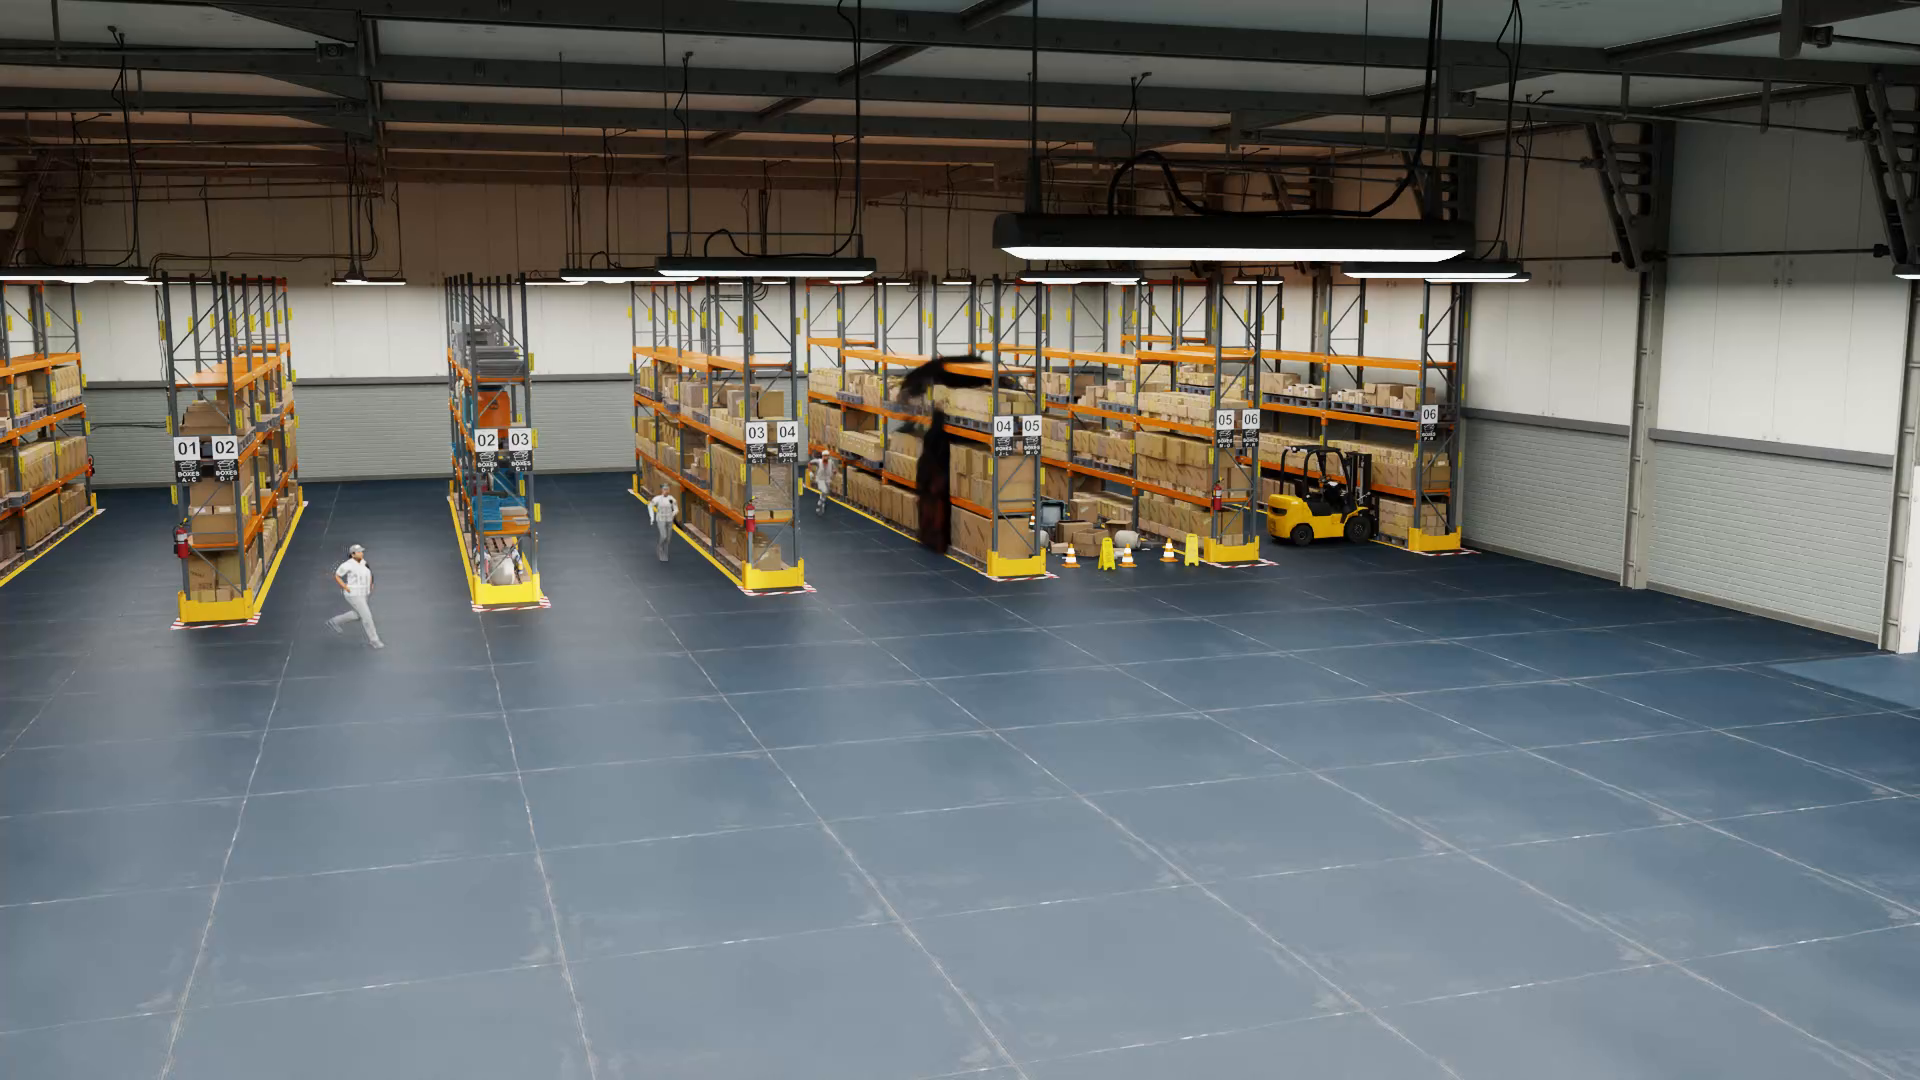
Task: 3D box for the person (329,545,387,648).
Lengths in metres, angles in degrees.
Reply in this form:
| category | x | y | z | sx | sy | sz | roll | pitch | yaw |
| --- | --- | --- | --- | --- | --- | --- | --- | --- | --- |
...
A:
| category | x | y | z | sx | sy | sz | roll | pitch | yaw |
| --- | --- | --- | --- | --- | --- | --- | --- | --- | --- |
| person | -9.722 | 0.908 | 26.799 | 1.020 | 1.684 | 0.557 | 2 | 9 | 10 |

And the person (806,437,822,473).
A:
| category | x | y | z | sx | sy | sz | roll | pitch | yaw |
| --- | --- | --- | --- | --- | --- | --- | --- | --- | --- |
| person | -4.197 | -2.612 | 49.414 | 0.878 | 1.827 | 0.705 | -5 | 10 | -30 |

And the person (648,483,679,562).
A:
| category | x | y | z | sx | sy | sz | roll | pitch | yaw |
| --- | --- | --- | --- | --- | --- | --- | --- | --- | --- |
| person | -6.203 | -0.373 | 34.976 | 0.578 | 1.678 | 0.747 | -4 | 10 | -27 |

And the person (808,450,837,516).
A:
| category | x | y | z | sx | sy | sz | roll | pitch | yaw |
| --- | --- | --- | --- | --- | --- | --- | --- | --- | --- |
| person | -3.425 | -1.425 | 41.628 | 0.645 | 1.703 | 0.931 | -4 | 10 | -27 |
